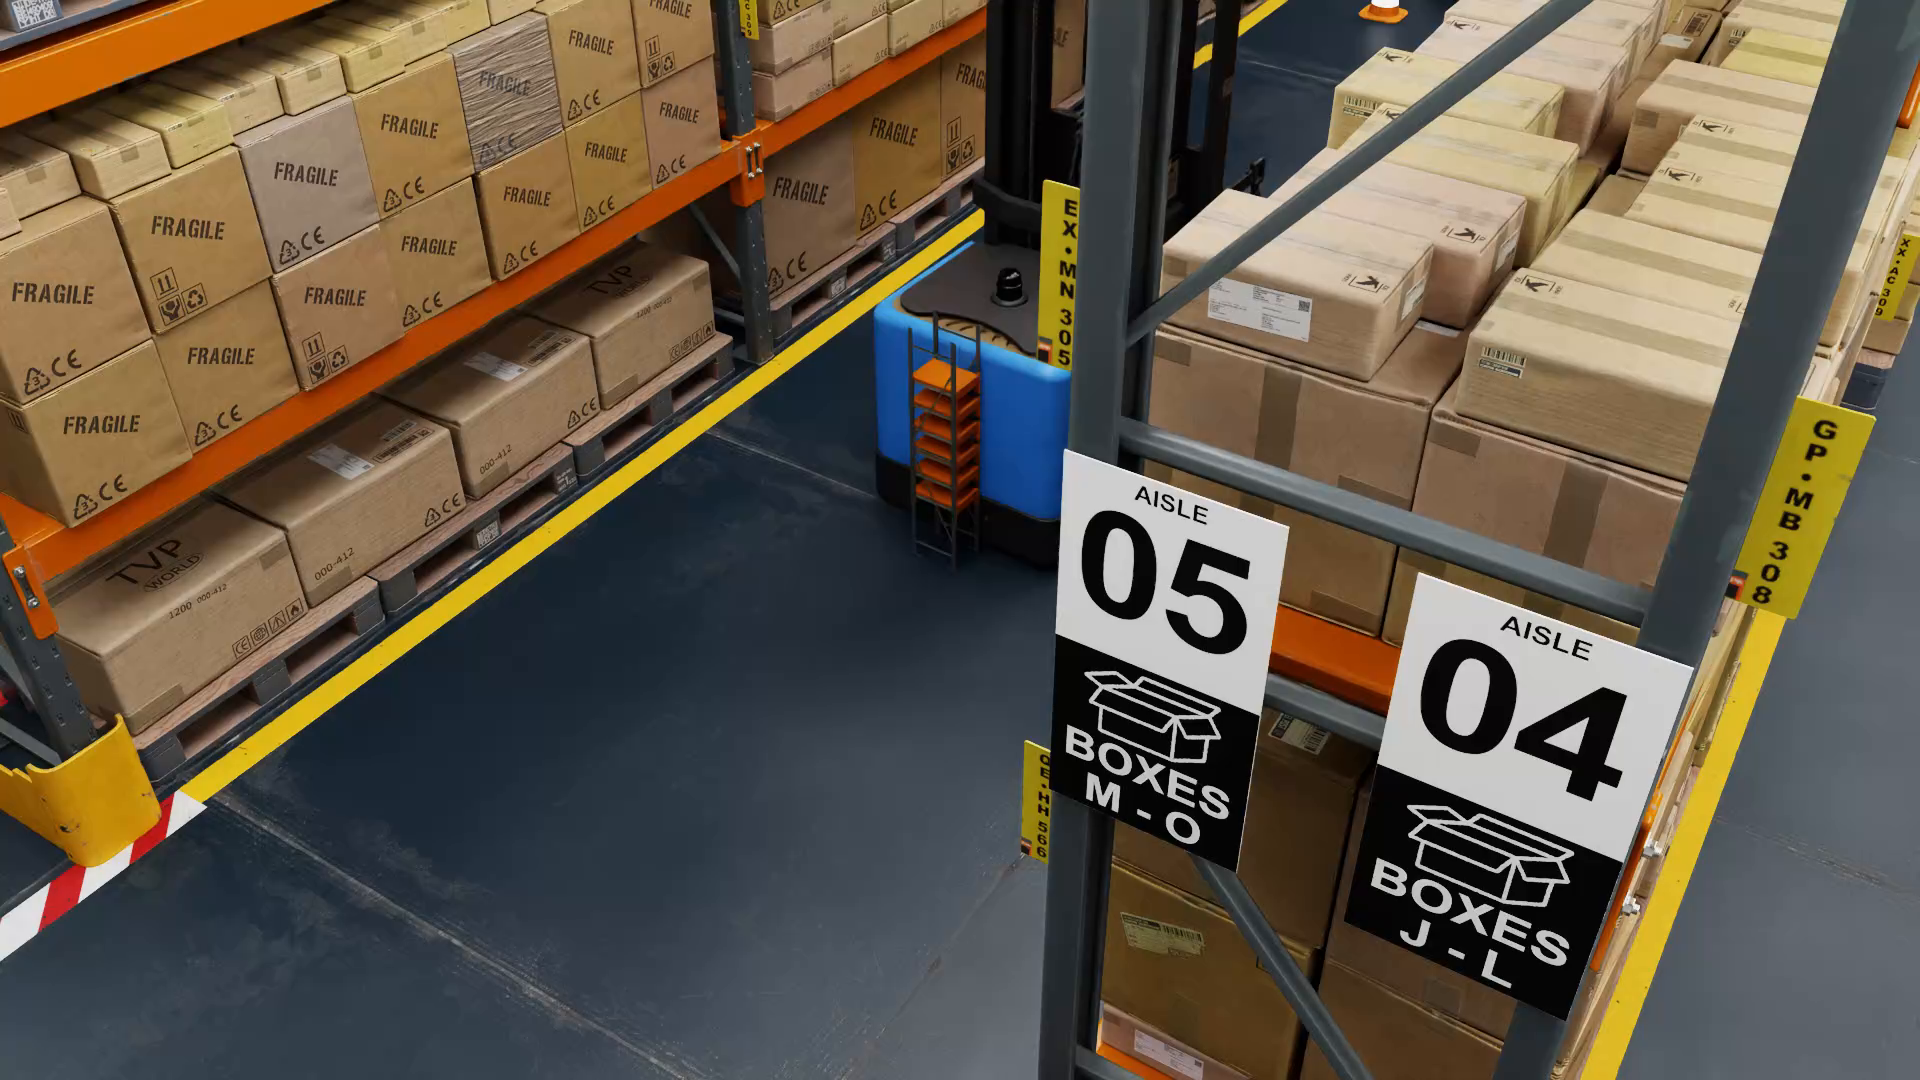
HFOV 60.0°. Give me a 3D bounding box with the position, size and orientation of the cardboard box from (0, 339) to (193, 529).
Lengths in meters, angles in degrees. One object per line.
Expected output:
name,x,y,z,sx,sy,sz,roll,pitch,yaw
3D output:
cardboard box,-3.105,-0.441,5.784,0.500,0.500,0.500,21,42,25

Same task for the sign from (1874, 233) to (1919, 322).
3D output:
sign,3.235,-0.913,5.768,0.100,0.325,0.005,21,42,25

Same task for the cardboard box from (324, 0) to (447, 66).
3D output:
cardboard box,-2.215,-1.970,6.417,0.380,0.149,0.250,21,42,25

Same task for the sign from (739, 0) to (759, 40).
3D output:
sign,-0.992,-2.504,7.767,0.100,0.325,0.005,21,42,25

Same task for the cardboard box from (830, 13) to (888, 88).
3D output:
cardboard box,-0.727,-2.659,8.865,0.500,0.250,0.500,20,42,24

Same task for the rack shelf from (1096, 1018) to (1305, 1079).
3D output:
rack shelf,1.701,0.573,5.140,1.077,0.370,4.000,21,42,25

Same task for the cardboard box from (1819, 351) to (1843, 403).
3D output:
cardboard box,1.371,-0.228,3.255,0.500,0.250,0.500,23,43,26

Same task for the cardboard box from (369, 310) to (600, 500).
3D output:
cardboard box,-2.368,-0.712,7.971,0.875,0.438,0.875,20,42,24

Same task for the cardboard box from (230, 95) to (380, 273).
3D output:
cardboard box,-2.567,-1.375,6.176,0.500,0.500,0.500,21,42,25

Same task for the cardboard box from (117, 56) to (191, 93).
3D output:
cardboard box,-3.029,-1.719,6.090,0.380,0.149,0.250,21,42,25

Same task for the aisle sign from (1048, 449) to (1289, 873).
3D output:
aisle sign,0.337,0.229,2.867,0.394,0.787,0.004,21,42,25

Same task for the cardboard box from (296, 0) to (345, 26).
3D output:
cardboard box,-2.682,-2.146,6.645,0.380,0.149,0.250,21,42,25

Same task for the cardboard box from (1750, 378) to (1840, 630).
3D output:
cardboard box,1.926,-0.166,4.364,0.500,0.500,0.500,20,42,24

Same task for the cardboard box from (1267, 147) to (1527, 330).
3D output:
cardboard box,0.756,-0.535,2.917,0.380,0.149,0.250,22,43,26

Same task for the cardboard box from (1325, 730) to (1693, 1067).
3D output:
cardboard box,1.094,0.621,3.343,0.500,0.500,0.500,21,42,25

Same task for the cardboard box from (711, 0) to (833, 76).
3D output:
cardboard box,-0.988,-2.584,8.358,0.500,0.250,0.500,20,42,24

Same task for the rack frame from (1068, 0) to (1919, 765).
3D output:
rack frame,0.629,-1.057,1.751,1.000,3.000,0.127,21,42,25

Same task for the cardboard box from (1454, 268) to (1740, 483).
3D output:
cardboard box,0.995,-0.258,2.558,0.380,0.149,0.250,21,42,25

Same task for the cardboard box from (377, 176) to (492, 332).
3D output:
cardboard box,-2.315,-1.231,6.809,0.500,0.500,0.500,23,43,27

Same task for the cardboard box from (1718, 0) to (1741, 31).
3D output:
cardboard box,2.176,-1.214,4.125,0.500,0.250,0.500,23,43,27

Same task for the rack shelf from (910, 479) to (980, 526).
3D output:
rack shelf,-0.066,-0.192,7.483,0.258,0.103,0.180,23,43,27

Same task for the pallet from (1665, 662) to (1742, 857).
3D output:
pallet,2.442,0.719,6.645,1.003,0.211,1.213,21,42,25

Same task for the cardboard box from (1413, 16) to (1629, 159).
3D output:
cardboard box,1.148,-0.943,3.447,0.380,0.149,0.250,20,42,24

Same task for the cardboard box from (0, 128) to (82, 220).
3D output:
cardboard box,-3.100,-1.192,5.407,0.380,0.149,0.250,22,43,26

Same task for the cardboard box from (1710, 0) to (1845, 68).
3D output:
cardboard box,1.852,-1.049,3.584,0.380,0.149,0.250,23,43,27

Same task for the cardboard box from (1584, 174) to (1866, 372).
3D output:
cardboard box,1.363,-0.418,3.093,0.500,0.250,0.500,21,42,25

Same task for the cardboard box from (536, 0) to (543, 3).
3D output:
cardboard box,-1.853,-2.378,6.946,0.380,0.149,0.250,21,42,25

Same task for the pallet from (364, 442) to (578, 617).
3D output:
pallet,-2.588,-0.208,7.847,1.003,0.211,1.213,21,42,25

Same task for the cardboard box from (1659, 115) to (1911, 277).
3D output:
cardboard box,1.485,-0.625,3.034,0.380,0.149,0.250,22,43,26

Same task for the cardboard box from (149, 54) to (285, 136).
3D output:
cardboard box,-2.642,-1.582,5.914,0.380,0.149,0.250,22,43,26

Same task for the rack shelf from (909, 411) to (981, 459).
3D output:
rack shelf,-0.066,-0.477,7.263,0.258,0.103,0.180,23,43,27

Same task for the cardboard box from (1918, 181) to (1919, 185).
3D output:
cardboard box,3.656,-1.375,6.452,0.380,0.149,0.250,22,43,25

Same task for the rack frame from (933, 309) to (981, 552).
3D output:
rack frame,-0.014,-0.464,7.369,0.240,1.200,0.006,23,43,27

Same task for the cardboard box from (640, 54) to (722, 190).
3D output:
cardboard box,-1.494,-2.027,7.841,0.500,0.500,0.500,22,43,26

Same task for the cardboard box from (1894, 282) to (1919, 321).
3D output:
cardboard box,3.372,-0.981,6.183,0.380,0.149,0.250,22,43,26

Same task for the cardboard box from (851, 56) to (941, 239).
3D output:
cardboard box,-0.719,-2.449,9.867,0.875,0.875,0.875,22,43,26

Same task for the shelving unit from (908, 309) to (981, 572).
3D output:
shelving unit,-0.066,-0.418,7.309,0.258,1.200,0.189,23,43,27

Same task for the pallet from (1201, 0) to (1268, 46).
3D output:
pallet,1.756,-4.297,13.151,1.003,0.211,1.213,21,42,25

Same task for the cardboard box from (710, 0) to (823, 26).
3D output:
cardboard box,-0.983,-2.879,8.127,0.500,0.500,0.500,22,43,26

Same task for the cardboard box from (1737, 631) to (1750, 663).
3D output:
cardboard box,2.205,-0.036,5.014,0.500,0.500,0.500,21,42,25

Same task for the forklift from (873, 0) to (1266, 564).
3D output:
forklift,0.851,-1.913,7.831,1.130,2.935,3.031,23,43,27

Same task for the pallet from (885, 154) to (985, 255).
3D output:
pallet,-0.459,-2.260,10.509,1.003,0.211,1.213,21,42,25

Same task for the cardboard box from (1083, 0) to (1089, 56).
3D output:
cardboard box,0.993,-3.786,12.013,0.950,0.372,0.625,18,41,22

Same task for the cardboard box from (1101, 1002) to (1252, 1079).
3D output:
cardboard box,0.565,1.158,3.997,0.380,0.149,0.250,21,42,25

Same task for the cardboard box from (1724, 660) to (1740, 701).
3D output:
cardboard box,2.850,0.533,6.593,0.380,0.149,0.250,22,43,26

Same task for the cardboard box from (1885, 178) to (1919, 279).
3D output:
cardboard box,2.749,-0.966,5.402,0.500,0.500,0.500,20,42,24

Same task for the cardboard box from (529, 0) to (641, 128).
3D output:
cardboard box,-1.760,-2.153,7.186,0.500,0.500,0.500,21,42,24

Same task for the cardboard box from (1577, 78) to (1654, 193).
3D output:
cardboard box,1.211,-0.856,3.660,0.500,0.250,0.500,22,43,26

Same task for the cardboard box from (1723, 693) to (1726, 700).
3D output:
cardboard box,2.738,0.512,6.377,0.380,0.149,0.250,19,42,23

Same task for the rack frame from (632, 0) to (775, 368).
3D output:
rack frame,-1.462,-2.310,8.290,1.000,3.000,0.127,21,42,25
